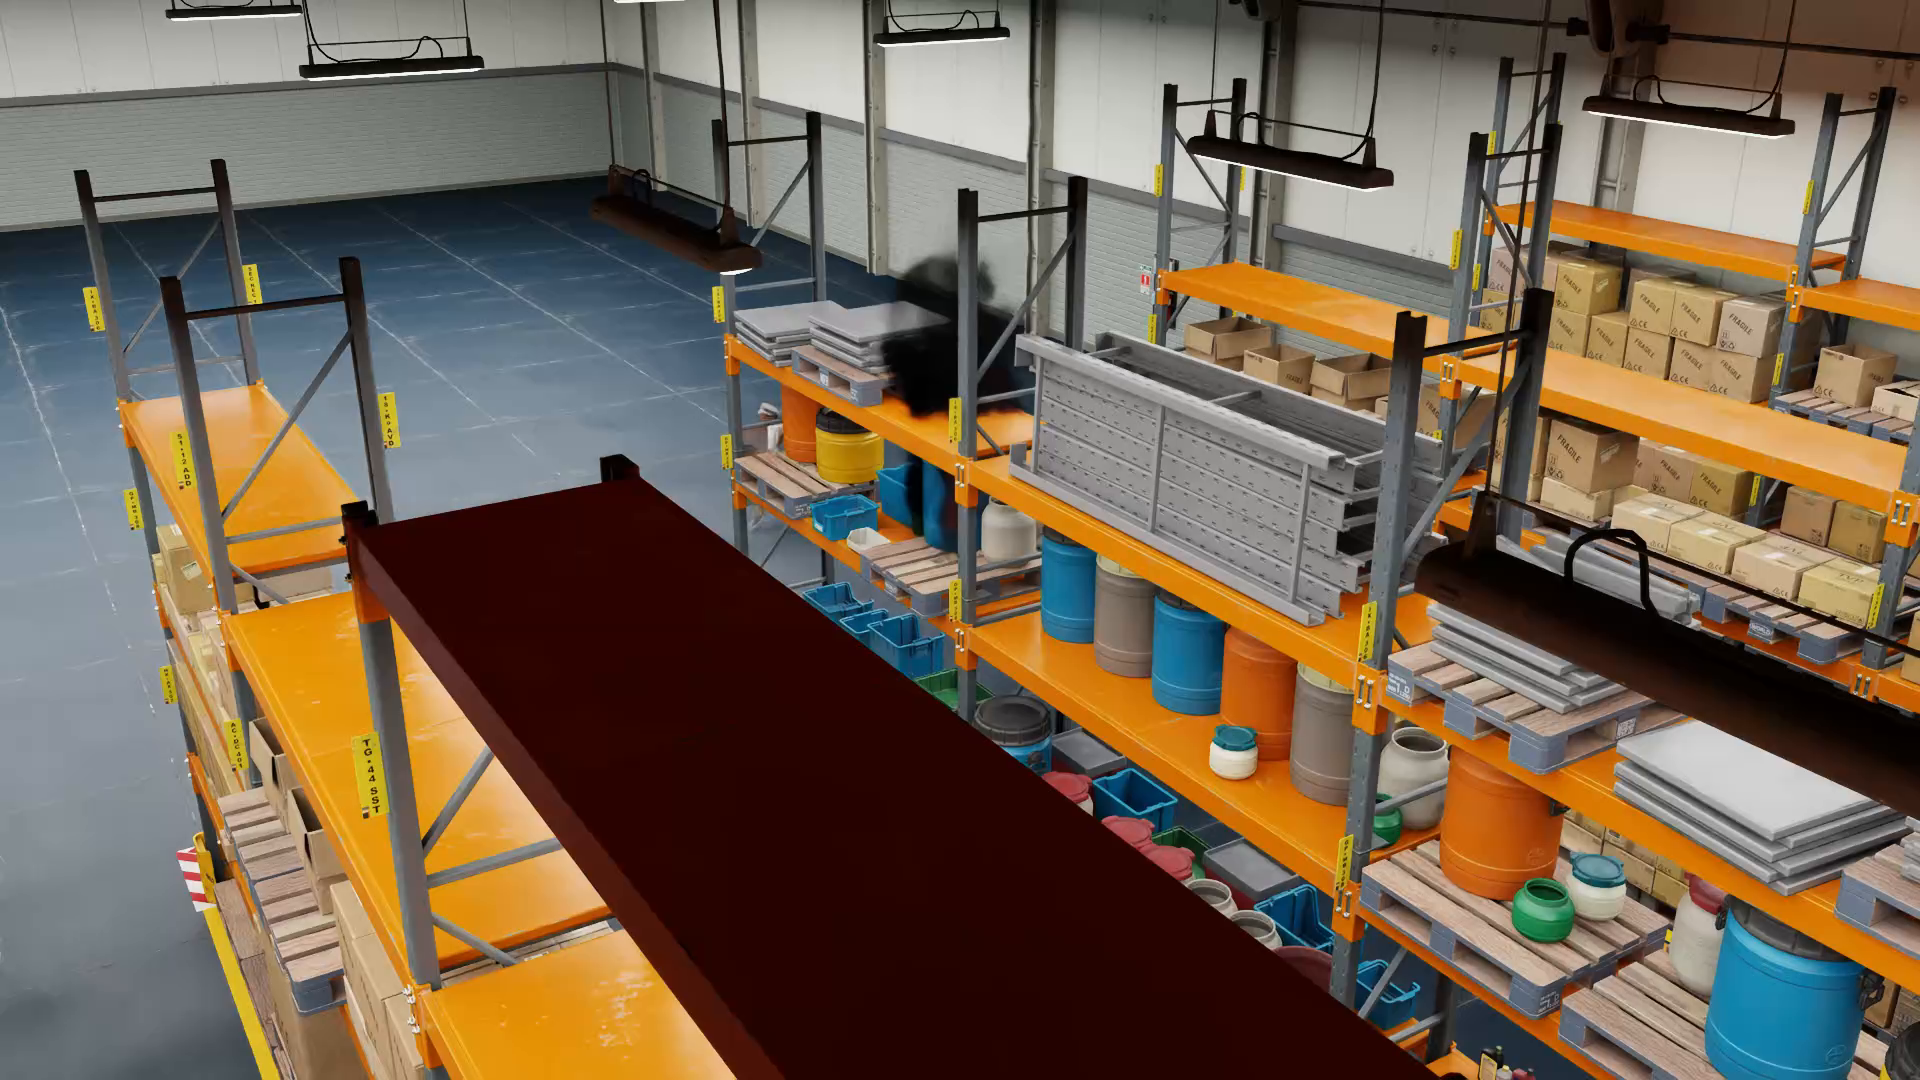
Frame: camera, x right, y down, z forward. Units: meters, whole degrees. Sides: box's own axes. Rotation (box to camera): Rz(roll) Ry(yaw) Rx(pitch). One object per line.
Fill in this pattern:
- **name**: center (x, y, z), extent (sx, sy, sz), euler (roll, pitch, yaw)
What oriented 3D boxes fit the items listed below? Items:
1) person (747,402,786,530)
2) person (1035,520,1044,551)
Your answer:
- **person**: center (-2.451, -0.935, 21.456), extent (0.755, 1.750, 0.549), euler (-5, 22, -13)
- **person**: center (0.978, -0.348, 19.994), extent (0.766, 1.734, 0.677), euler (2, 22, 6)
